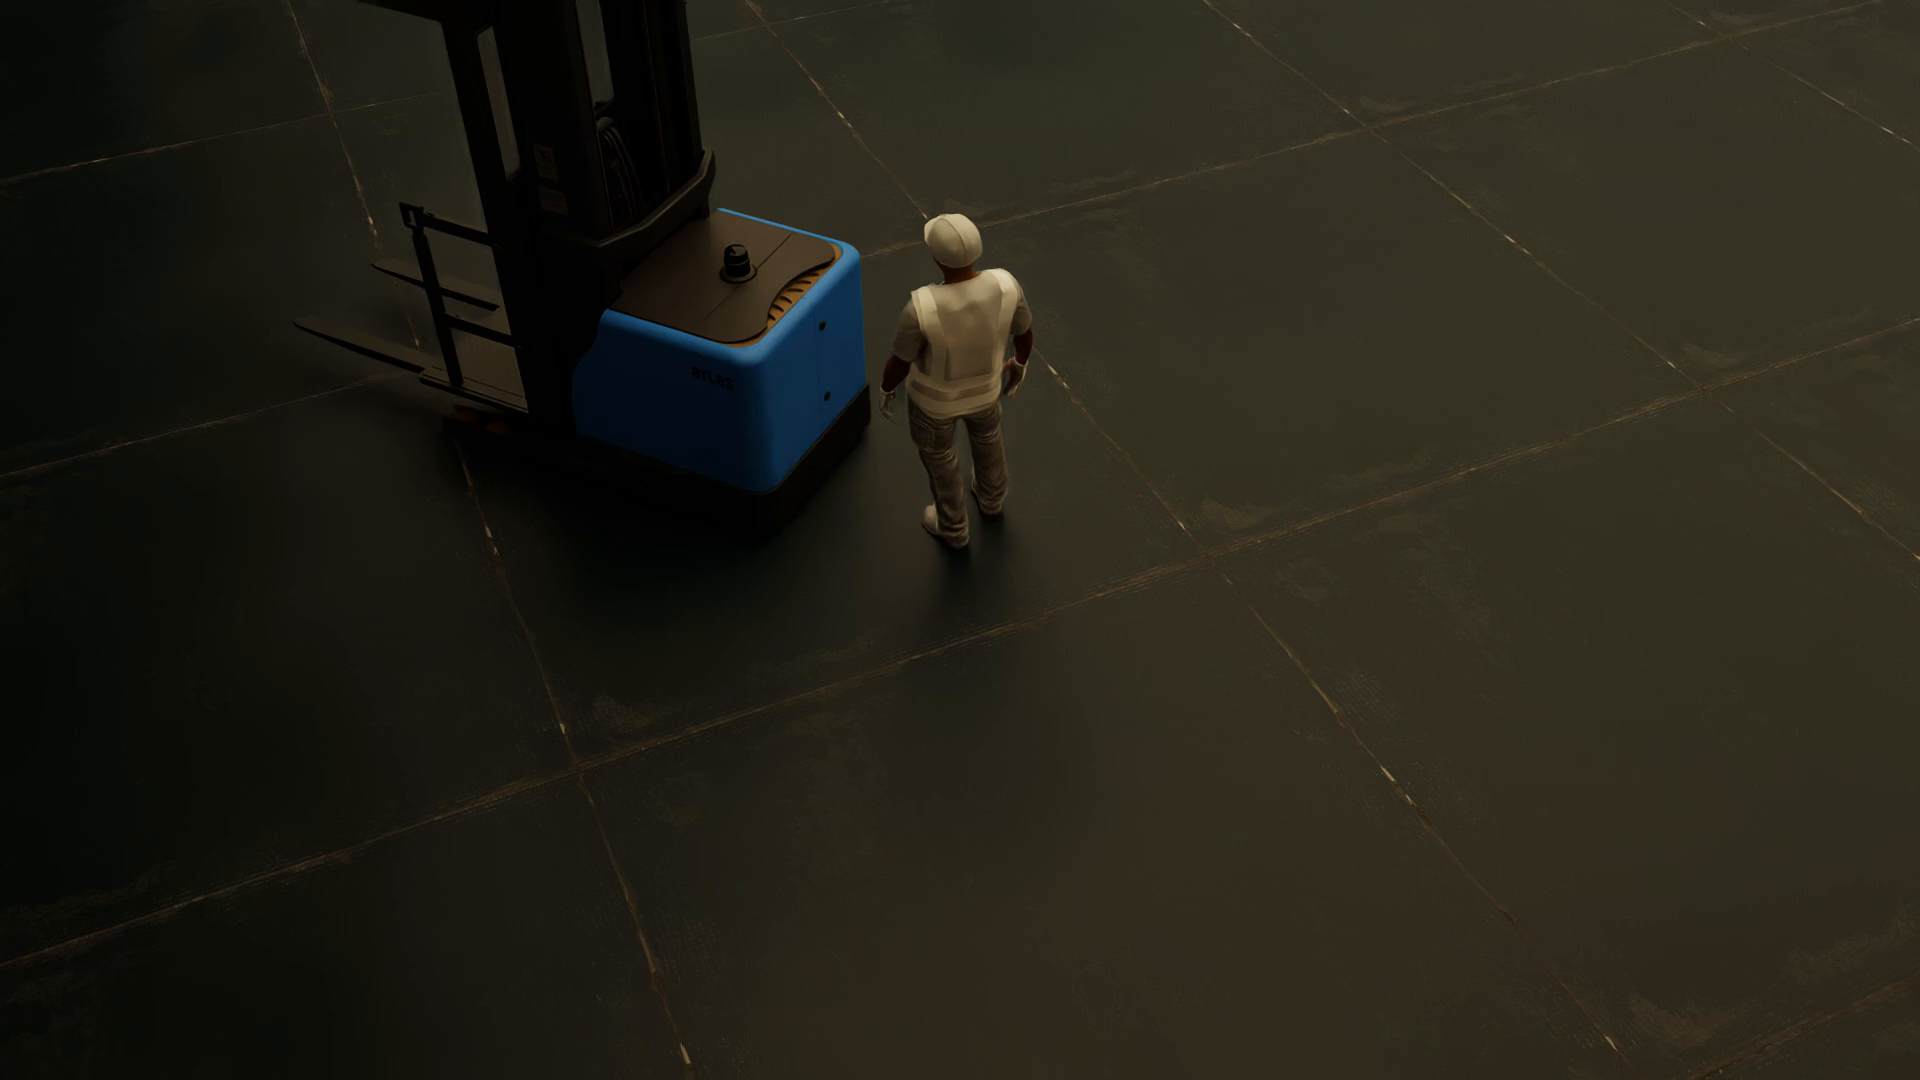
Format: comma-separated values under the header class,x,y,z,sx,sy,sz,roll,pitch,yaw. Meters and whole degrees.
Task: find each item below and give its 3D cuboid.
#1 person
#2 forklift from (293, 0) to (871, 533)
class,x,y,z,sx,sy,sz,roll,pitch,yaw
person,-0.043,-0.720,7.309,0.681,1.771,0.565,-15,45,-16
forklift,-2.002,-1.804,7.613,3.031,2.935,1.130,19,46,19
